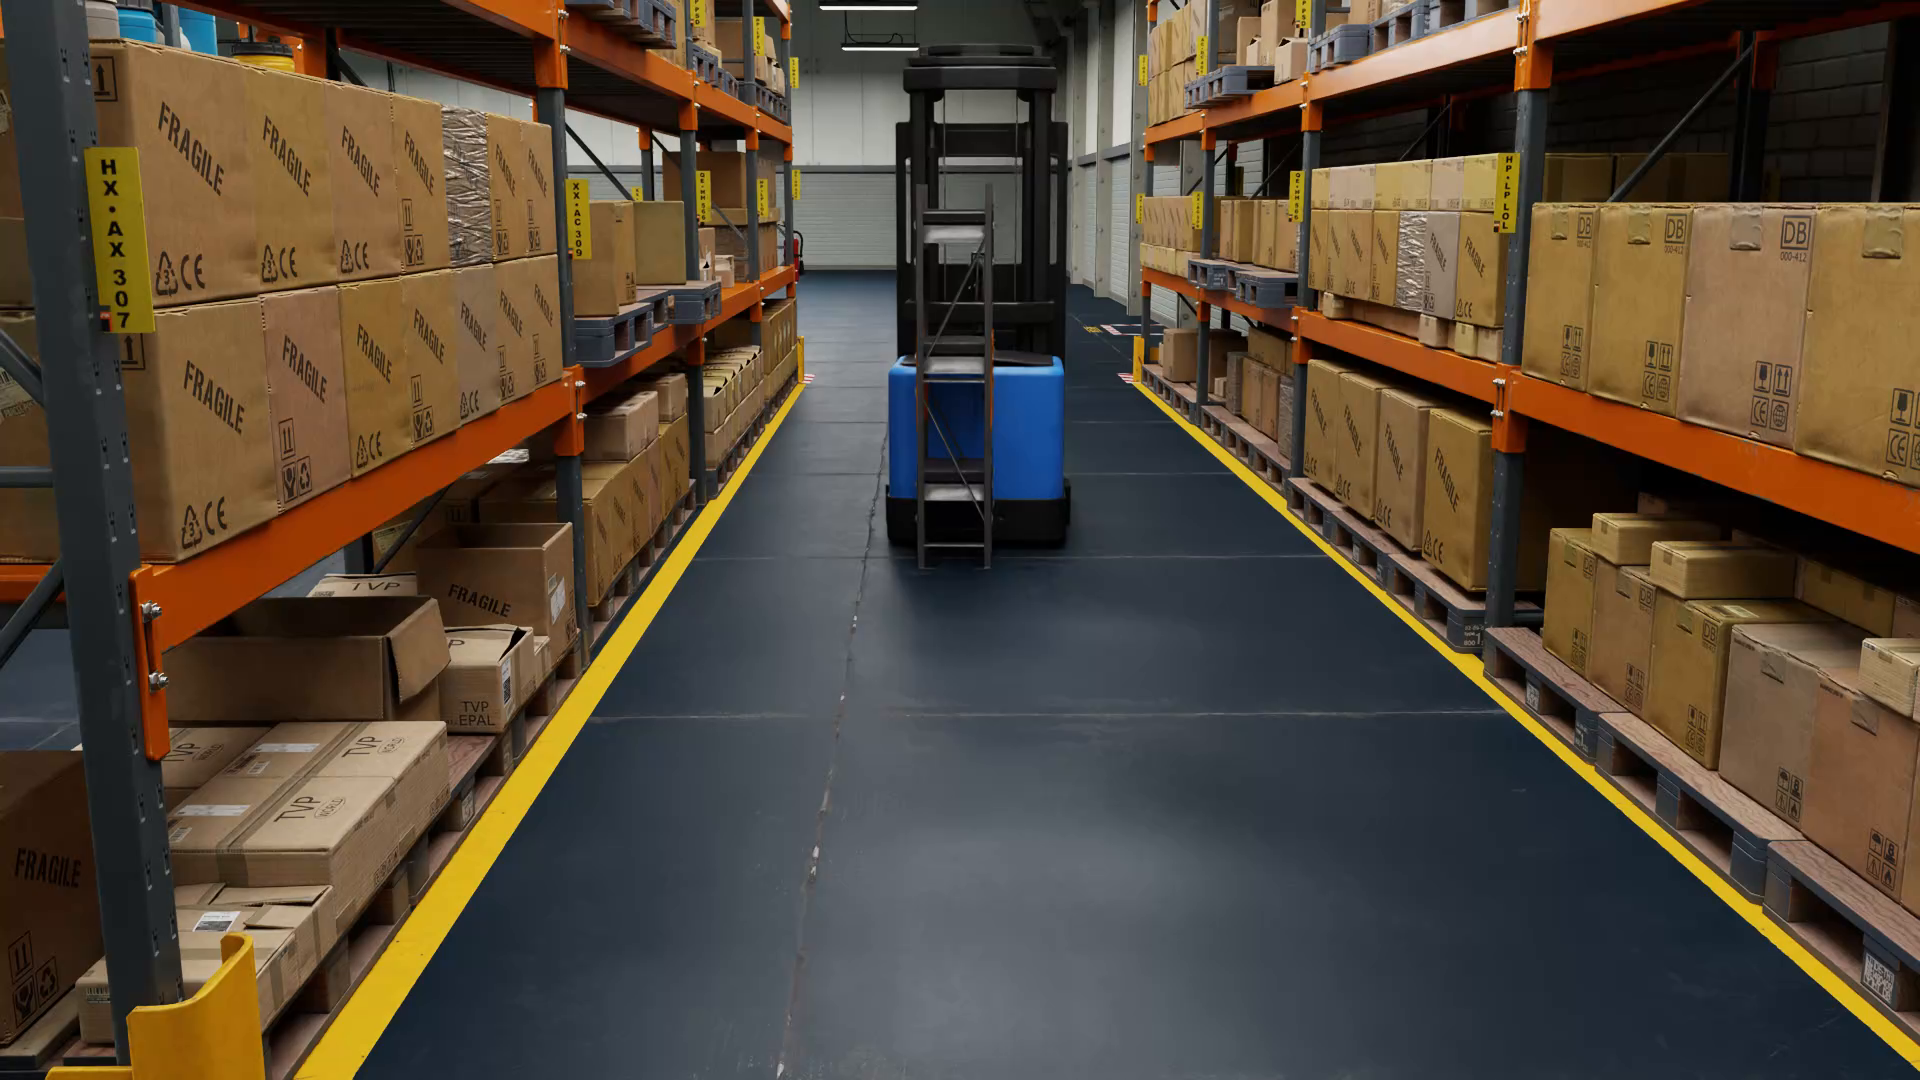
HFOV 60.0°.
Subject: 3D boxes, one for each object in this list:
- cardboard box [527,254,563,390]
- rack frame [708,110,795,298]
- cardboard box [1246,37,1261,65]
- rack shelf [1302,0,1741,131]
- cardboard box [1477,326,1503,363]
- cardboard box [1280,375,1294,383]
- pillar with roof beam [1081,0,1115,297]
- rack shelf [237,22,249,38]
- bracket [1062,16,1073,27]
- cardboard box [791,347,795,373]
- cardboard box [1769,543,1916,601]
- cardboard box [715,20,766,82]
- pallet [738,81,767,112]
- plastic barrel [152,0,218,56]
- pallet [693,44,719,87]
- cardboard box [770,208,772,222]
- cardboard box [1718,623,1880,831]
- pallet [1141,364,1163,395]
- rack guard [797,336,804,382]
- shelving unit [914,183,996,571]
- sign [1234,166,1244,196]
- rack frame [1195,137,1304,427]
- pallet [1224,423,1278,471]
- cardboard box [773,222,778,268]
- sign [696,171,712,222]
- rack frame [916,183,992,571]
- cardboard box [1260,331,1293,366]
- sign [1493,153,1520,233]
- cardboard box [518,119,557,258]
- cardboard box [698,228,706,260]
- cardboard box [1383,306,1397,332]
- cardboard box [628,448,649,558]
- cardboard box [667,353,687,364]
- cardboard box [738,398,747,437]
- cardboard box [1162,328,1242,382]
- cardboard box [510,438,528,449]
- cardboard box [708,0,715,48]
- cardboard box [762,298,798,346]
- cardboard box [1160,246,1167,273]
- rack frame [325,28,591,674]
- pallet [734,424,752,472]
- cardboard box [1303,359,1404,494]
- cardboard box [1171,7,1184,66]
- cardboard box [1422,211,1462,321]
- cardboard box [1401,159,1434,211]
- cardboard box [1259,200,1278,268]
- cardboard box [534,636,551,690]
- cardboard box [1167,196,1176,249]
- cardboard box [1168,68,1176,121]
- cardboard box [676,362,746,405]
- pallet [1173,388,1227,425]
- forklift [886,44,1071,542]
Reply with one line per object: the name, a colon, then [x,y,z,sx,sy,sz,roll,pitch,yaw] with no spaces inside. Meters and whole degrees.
cardboard box: [-1.860,-0.852,6.465,0.500,0.500,0.500,0,11,0]
rack frame: [-2.375,-3.287,18.717,1.000,3.000,0.127,0,11,-1]
cardboard box: [2.604,-3.914,13.430,0.500,0.311,0.500,0,11,1]
rack shelf: [2.784,-2.438,8.796,1.077,0.370,4.000,0,11,-1]
cardboard box: [2.535,-0.876,7.412,0.380,0.149,0.250,0,11,-1]
cardboard box: [2.781,-0.954,12.399,0.700,0.500,0.500,0,11,-1]
pillar with roof beam: [-1.219,-9.673,35.106,9.100,9.000,0.548,0,11,-1]
rack shelf: [-7.286,-5.261,16.176,1.077,0.370,4.000,0,11,-1]
bracket: [2.615,-12.564,40.300,0.235,0.232,0.430,0,11,-1]
cardboard box: [-2.046,-1.941,17.940,0.500,0.250,0.500,0,11,-1]
cardboard box: [2.957,0.105,5.595,0.380,0.149,0.250,0,11,-1]
cardboard box: [-2.039,-4.387,14.933,0.500,0.500,0.500,1,11,4]
pallet: [-2.336,-4.088,15.344,1.003,0.211,1.213,0,11,-1]
plastic barrel: [-7.158,-4.592,15.289,0.600,0.901,0.708,0,11,-1]
pallet: [-2.313,-3.209,11.262,1.213,0.211,1.003,0,11,1]
cardboard box: [-2.156,-3.374,17.262,0.380,0.149,0.250,0,11,1]
cardboard box: [2.772,0.553,5.018,0.700,0.500,0.500,-1,11,-3]
pallet: [2.561,-1.765,18.227,1.003,0.211,1.213,0,11,-1]
rack guard: [-2.376,-2.067,18.989,1.175,0.500,0.348,0,11,-1]
shelving unit: [-0.023,-0.909,9.258,0.431,2.100,0.503,0,11,2]
sign: [3.133,-4.029,18.666,0.100,0.325,0.005,0,11,-1]
rack frame: [2.660,-2.513,14.902,1.000,3.000,0.127,0,11,-1]
pallet: [2.706,-0.749,13.218,1.003,0.211,1.213,0,11,-1]
cardboard box: [-2.378,-3.243,18.250,0.700,0.500,0.500,0,11,-1]
sign: [-1.667,-2.230,10.792,0.100,0.325,0.005,0,11,-1]
rack frame: [-0.032,-0.860,9.019,0.400,2.100,0.015,0,11,2]
cardboard box: [2.719,-1.534,13.370,0.500,0.250,0.500,-1,11,-3]
sign: [2.283,-1.447,6.936,0.100,0.325,0.005,0,11,-1]
cardboard box: [-1.858,-1.341,6.360,0.500,0.500,0.500,0,11,-1]
cardboard box: [-2.272,-2.184,13.028,0.500,0.500,0.500,0,11,-1]
cardboard box: [2.561,-1.233,9.176,0.380,0.149,0.250,0,11,-1]
cardboard box: [-1.918,-0.195,8.655,0.500,0.500,0.500,0,11,0]
cardboard box: [-2.528,-1.442,14.073,0.500,0.311,0.500,0,11,-2]
cardboard box: [-1.965,-0.966,13.134,0.500,0.250,0.500,0,11,0]
cardboard box: [2.479,-1.901,17.068,0.700,0.500,0.500,-1,12,-5]
cardboard box: [-2.448,-0.288,9.116,0.500,0.500,0.500,-1,11,-3]
cardboard box: [-2.319,-4.339,13.793,0.500,0.500,0.500,0,11,0]
cardboard box: [-2.066,-2.407,18.355,0.500,0.500,0.500,0,11,-1]
cardboard box: [2.308,-2.841,16.846,0.500,0.250,0.500,0,11,-1]
rack frame: [-2.127,-0.902,6.959,1.000,3.000,0.127,0,11,-1]
pallet: [-2.210,-0.736,13.156,1.003,0.211,1.213,0,11,-1]
cardboard box: [2.627,-0.723,10.431,0.750,0.750,0.750,0,11,-2]
cardboard box: [2.336,-4.843,16.026,0.500,0.500,0.500,-1,11,-3]
cardboard box: [2.544,-1.319,7.969,0.500,0.500,0.500,0,11,-1]
cardboard box: [2.549,-1.790,8.401,0.500,0.250,0.500,0,11,0]
cardboard box: [2.675,-2.323,12.610,0.700,0.500,0.500,0,11,-1]
cardboard box: [-1.764,0.466,6.280,0.380,0.149,0.250,0,11,-1]
cardboard box: [2.326,-3.109,16.280,0.500,0.500,0.500,-1,11,-3]
cardboard box: [2.357,-4.453,16.618,0.500,0.500,0.500,0,11,2]
cardboard box: [-1.966,-1.243,13.092,0.500,0.311,0.500,0,11,-2]
pallet: [2.611,-1.280,15.837,1.003,0.211,1.213,0,11,-1]
forklift: [0.147,-1.668,10.909,1.130,2.935,3.031,0,11,2]
